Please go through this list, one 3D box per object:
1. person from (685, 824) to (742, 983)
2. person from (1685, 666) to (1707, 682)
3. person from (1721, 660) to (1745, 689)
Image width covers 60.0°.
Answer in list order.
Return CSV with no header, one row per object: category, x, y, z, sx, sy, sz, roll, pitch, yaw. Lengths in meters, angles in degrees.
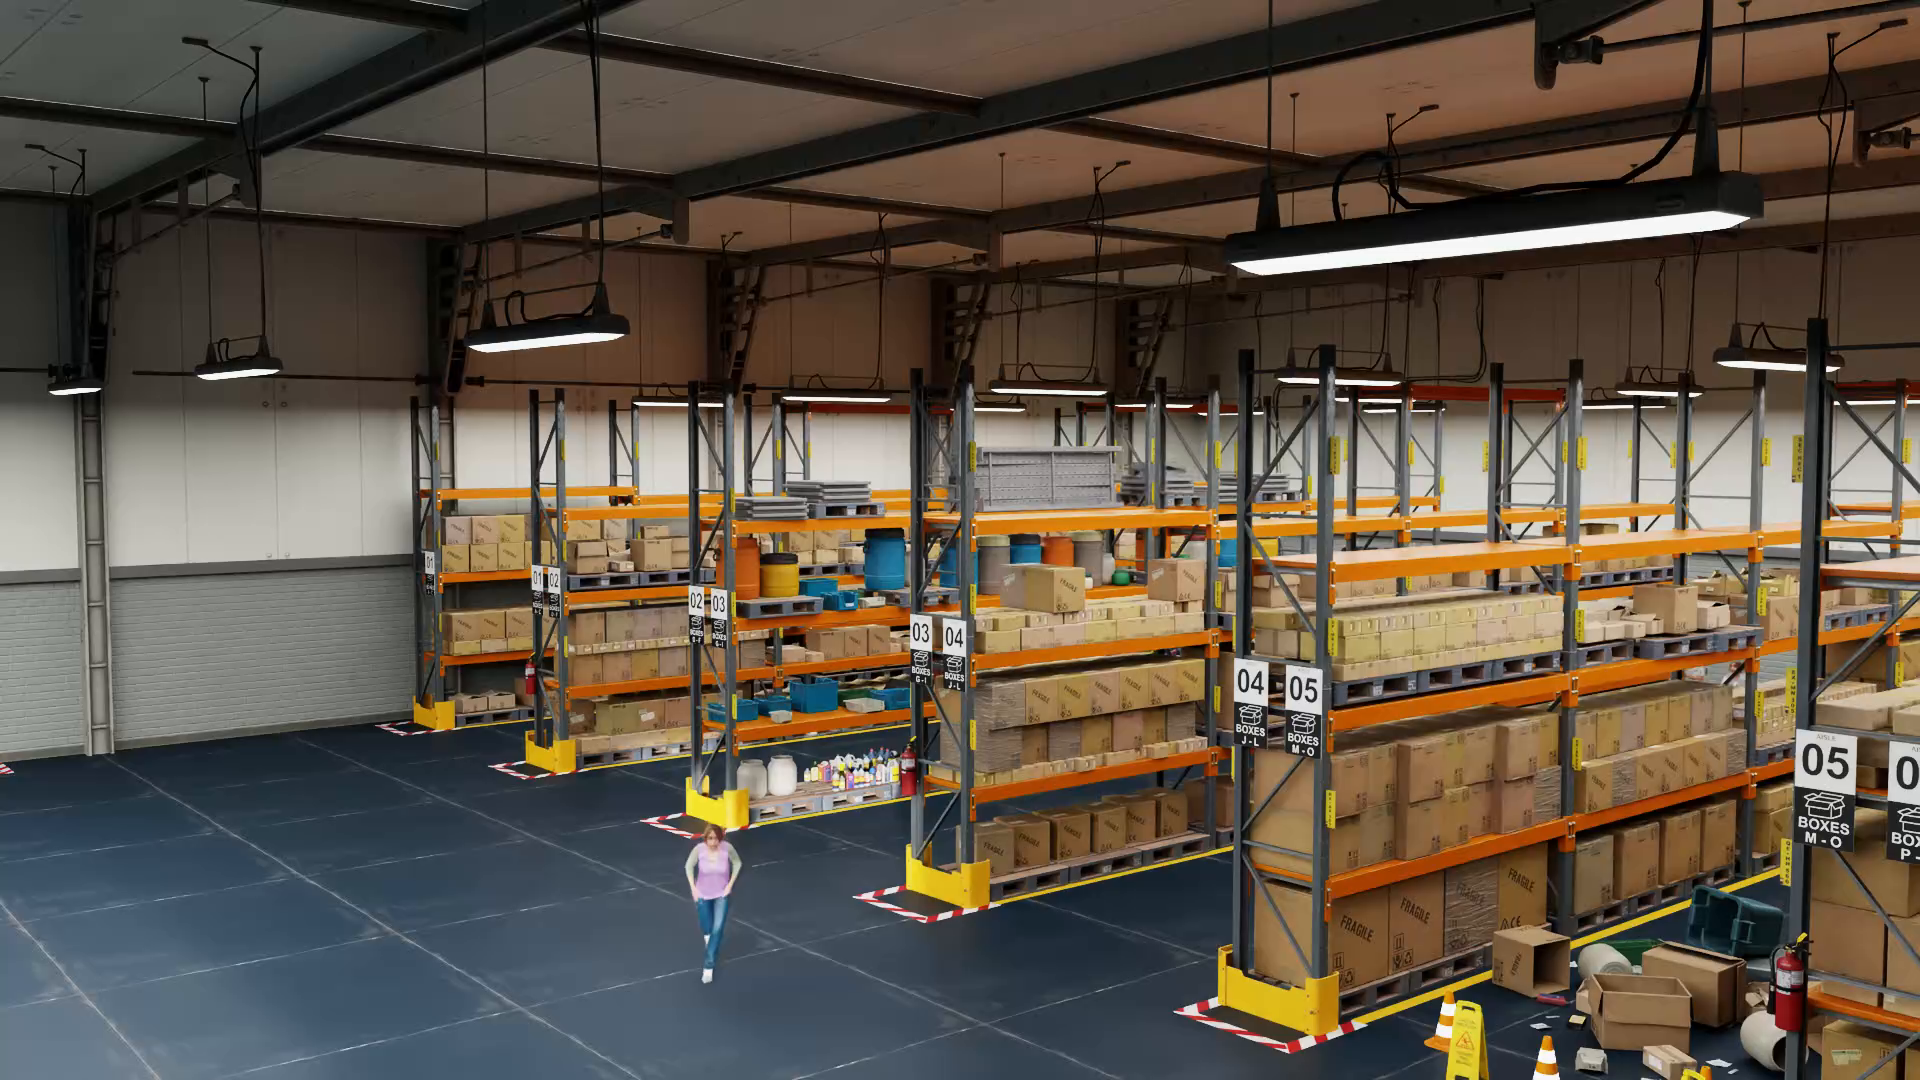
person,-2.408,3.472,16.201,0.539,1.532,0.815,-1,3,-14
person,12.993,2.598,29.610,0.624,1.673,0.811,-2,4,-27
person,12.803,2.758,27.426,0.561,1.563,0.562,2,4,31
